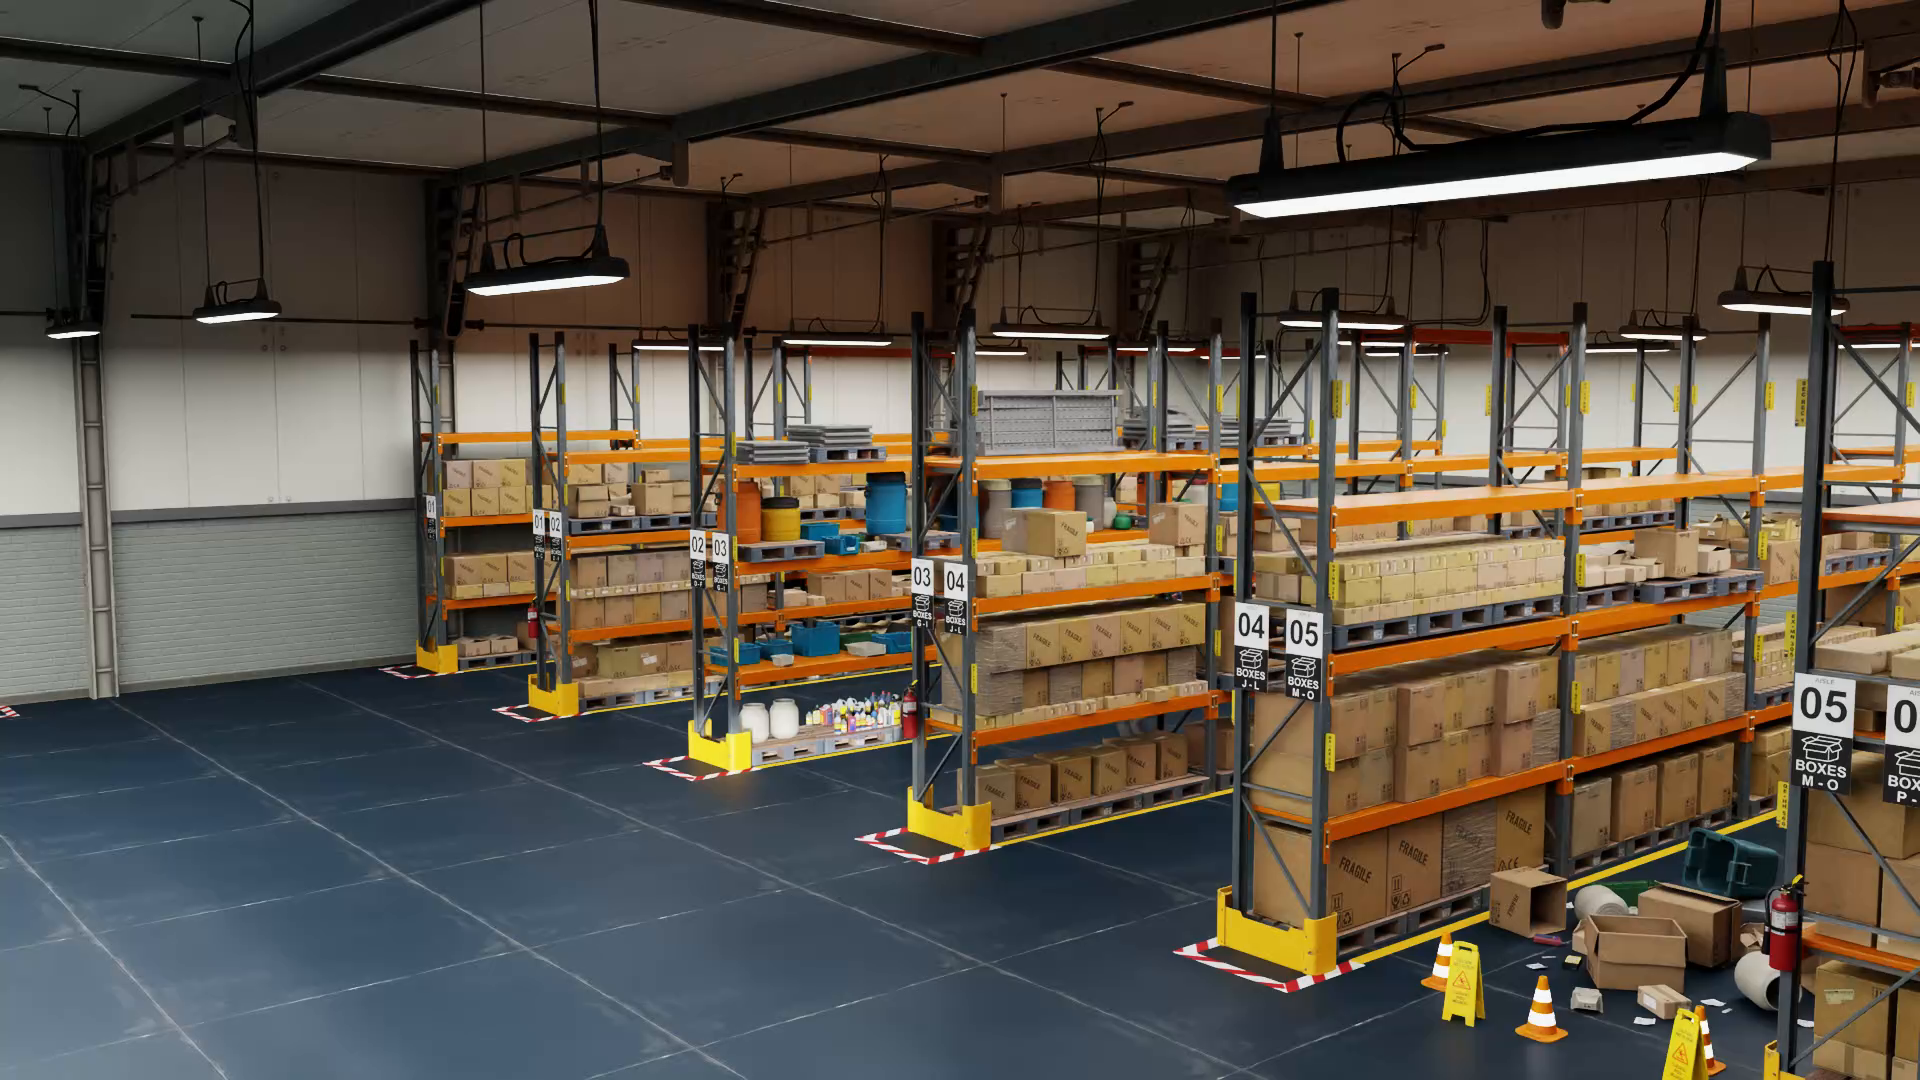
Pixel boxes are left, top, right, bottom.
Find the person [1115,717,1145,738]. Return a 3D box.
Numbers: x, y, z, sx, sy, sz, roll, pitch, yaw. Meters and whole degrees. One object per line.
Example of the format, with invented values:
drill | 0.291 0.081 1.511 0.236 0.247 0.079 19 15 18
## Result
person | 2.299 2.228 23.089 0.611 1.749 0.531 -1 5 -14
